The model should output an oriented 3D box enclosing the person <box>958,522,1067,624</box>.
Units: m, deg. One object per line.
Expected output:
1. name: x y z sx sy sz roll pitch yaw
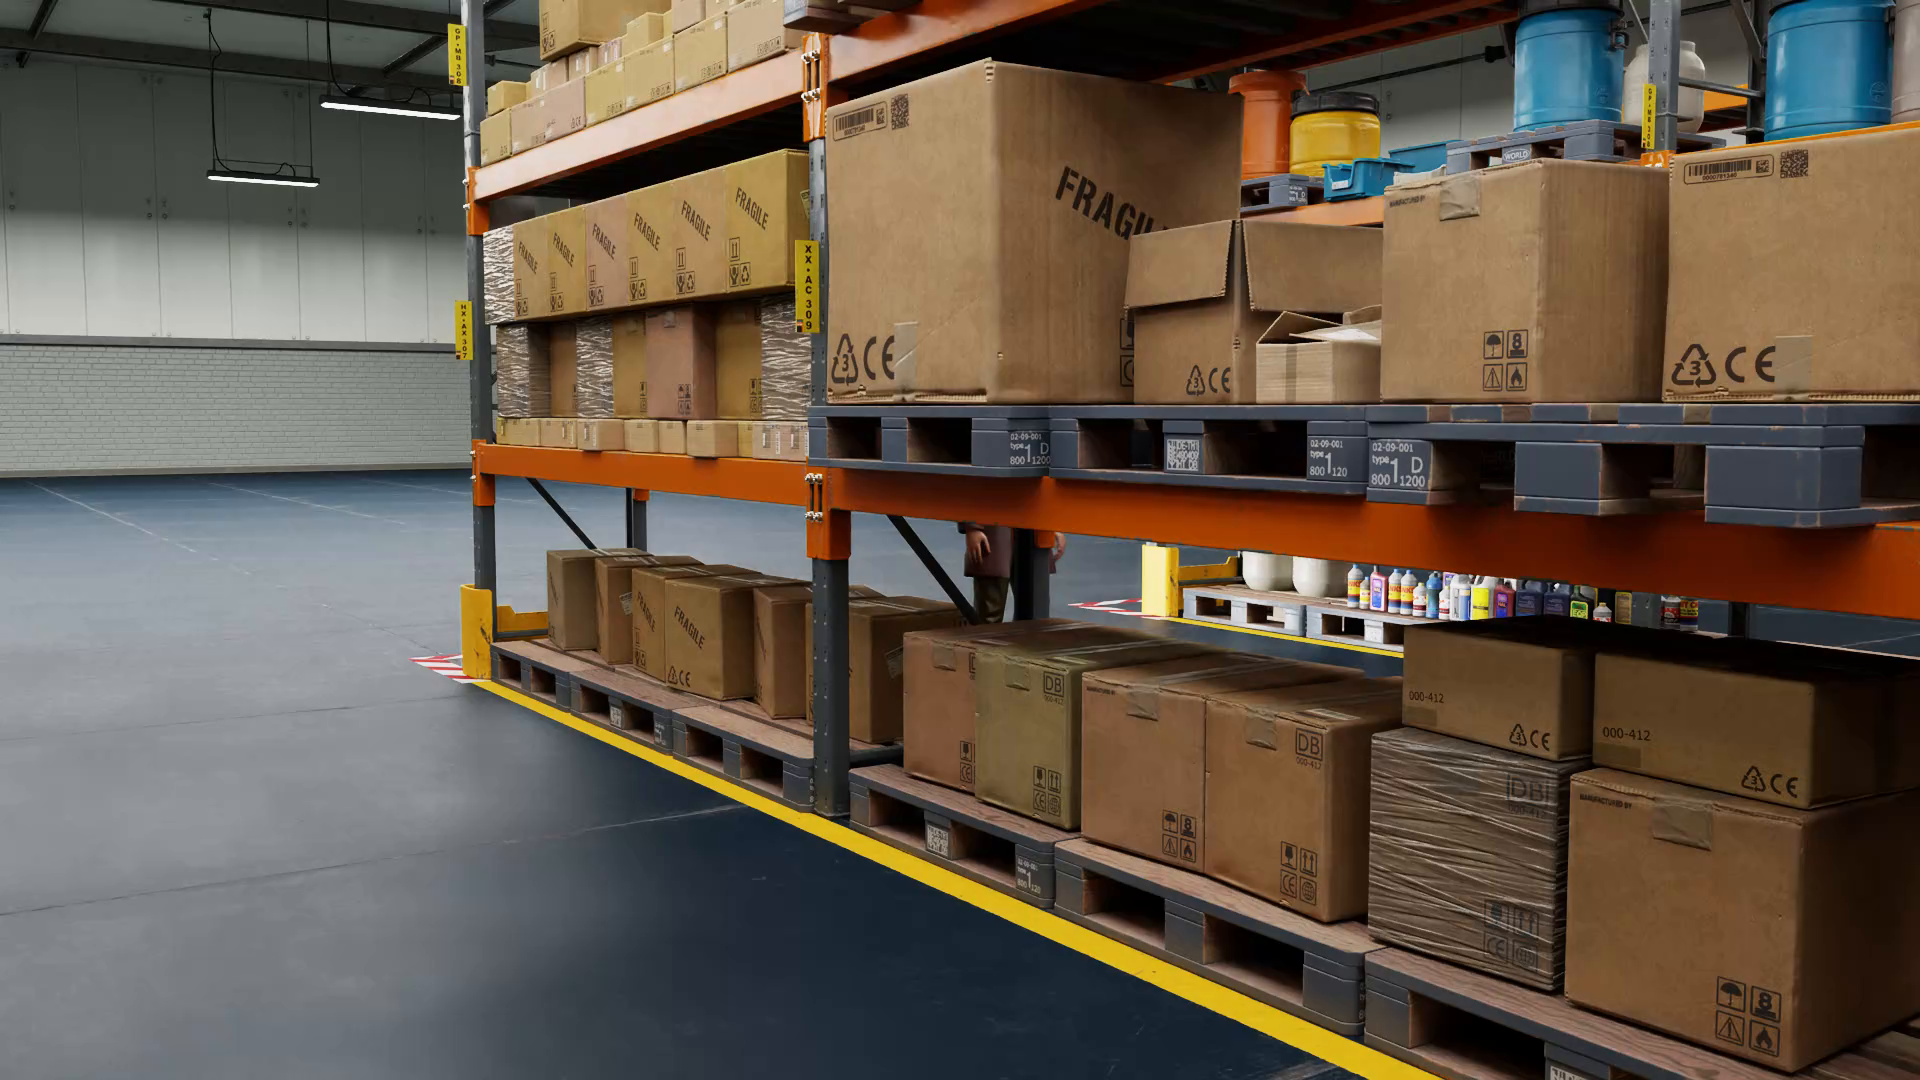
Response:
1. person: 0.260 -0.037 8.218 0.655 1.775 0.419 -3 6 -35
